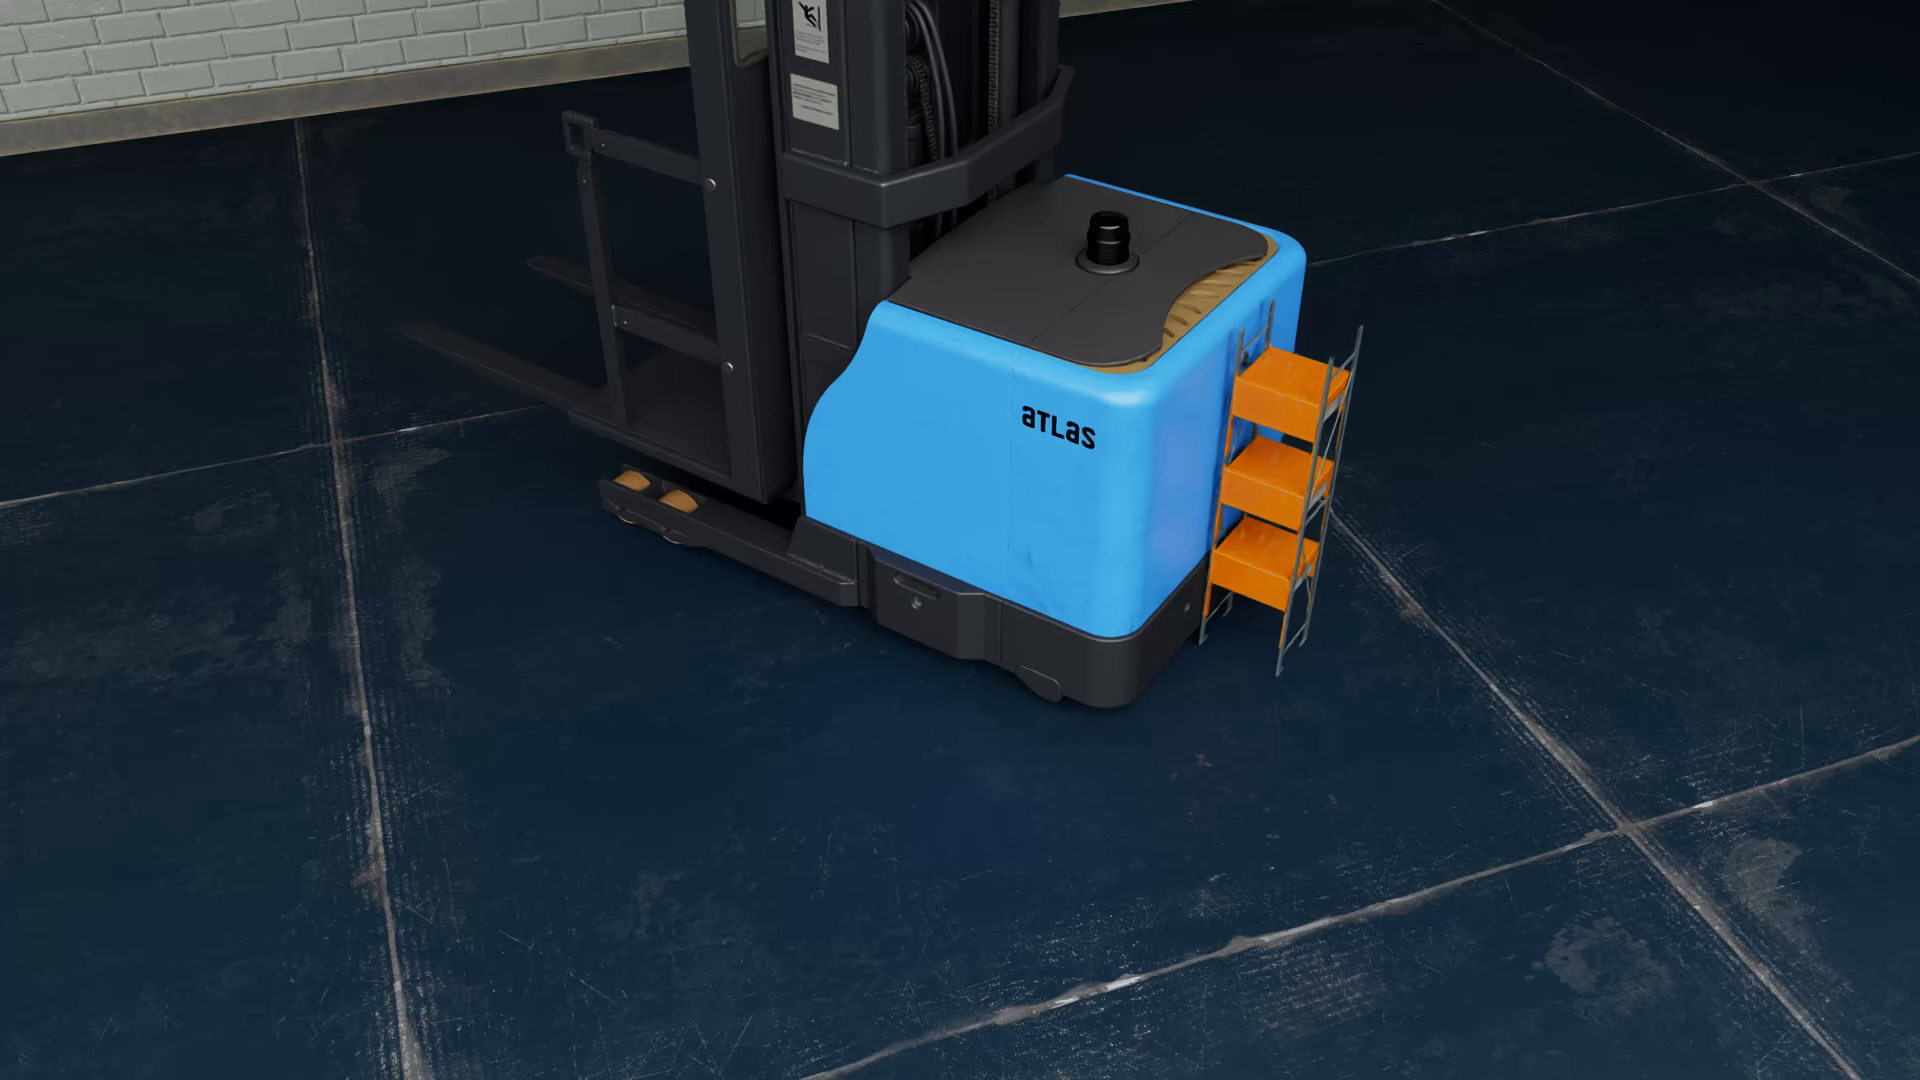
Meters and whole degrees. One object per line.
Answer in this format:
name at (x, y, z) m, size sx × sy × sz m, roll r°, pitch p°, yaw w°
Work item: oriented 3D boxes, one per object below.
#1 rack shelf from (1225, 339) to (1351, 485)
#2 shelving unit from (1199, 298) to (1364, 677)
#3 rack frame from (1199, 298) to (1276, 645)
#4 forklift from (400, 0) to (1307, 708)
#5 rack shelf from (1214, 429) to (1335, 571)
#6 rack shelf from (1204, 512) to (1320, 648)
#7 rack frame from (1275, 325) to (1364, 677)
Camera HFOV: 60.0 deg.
rack shelf at (0.864, -0.337, 4.368) m, size 0.240 × 0.259 × 0.215 m, roll 23°, pitch 42°, yaw 26°
shelving unit at (0.860, -0.120, 4.534) m, size 0.252 × 1.050 × 0.215 m, roll 23°, pitch 42°, yaw 26°
rack frame at (0.759, -0.162, 4.587) m, size 0.008 × 1.050 × 0.200 m, roll 23°, pitch 42°, yaw 26°
forklift at (-0.539, -1.399, 4.672) m, size 3.031 × 2.935 × 1.130 m, roll 22°, pitch 42°, yaw 26°
rack shelf at (0.860, -0.112, 4.540) m, size 0.240 × 0.259 × 0.215 m, roll 23°, pitch 42°, yaw 26°
rack shelf at (0.857, 0.109, 4.709) m, size 0.240 × 0.259 × 0.215 m, roll 23°, pitch 42°, yaw 26°
rack frame at (0.962, -0.078, 4.481) m, size 0.008 × 1.050 × 0.200 m, roll 23°, pitch 42°, yaw 26°
